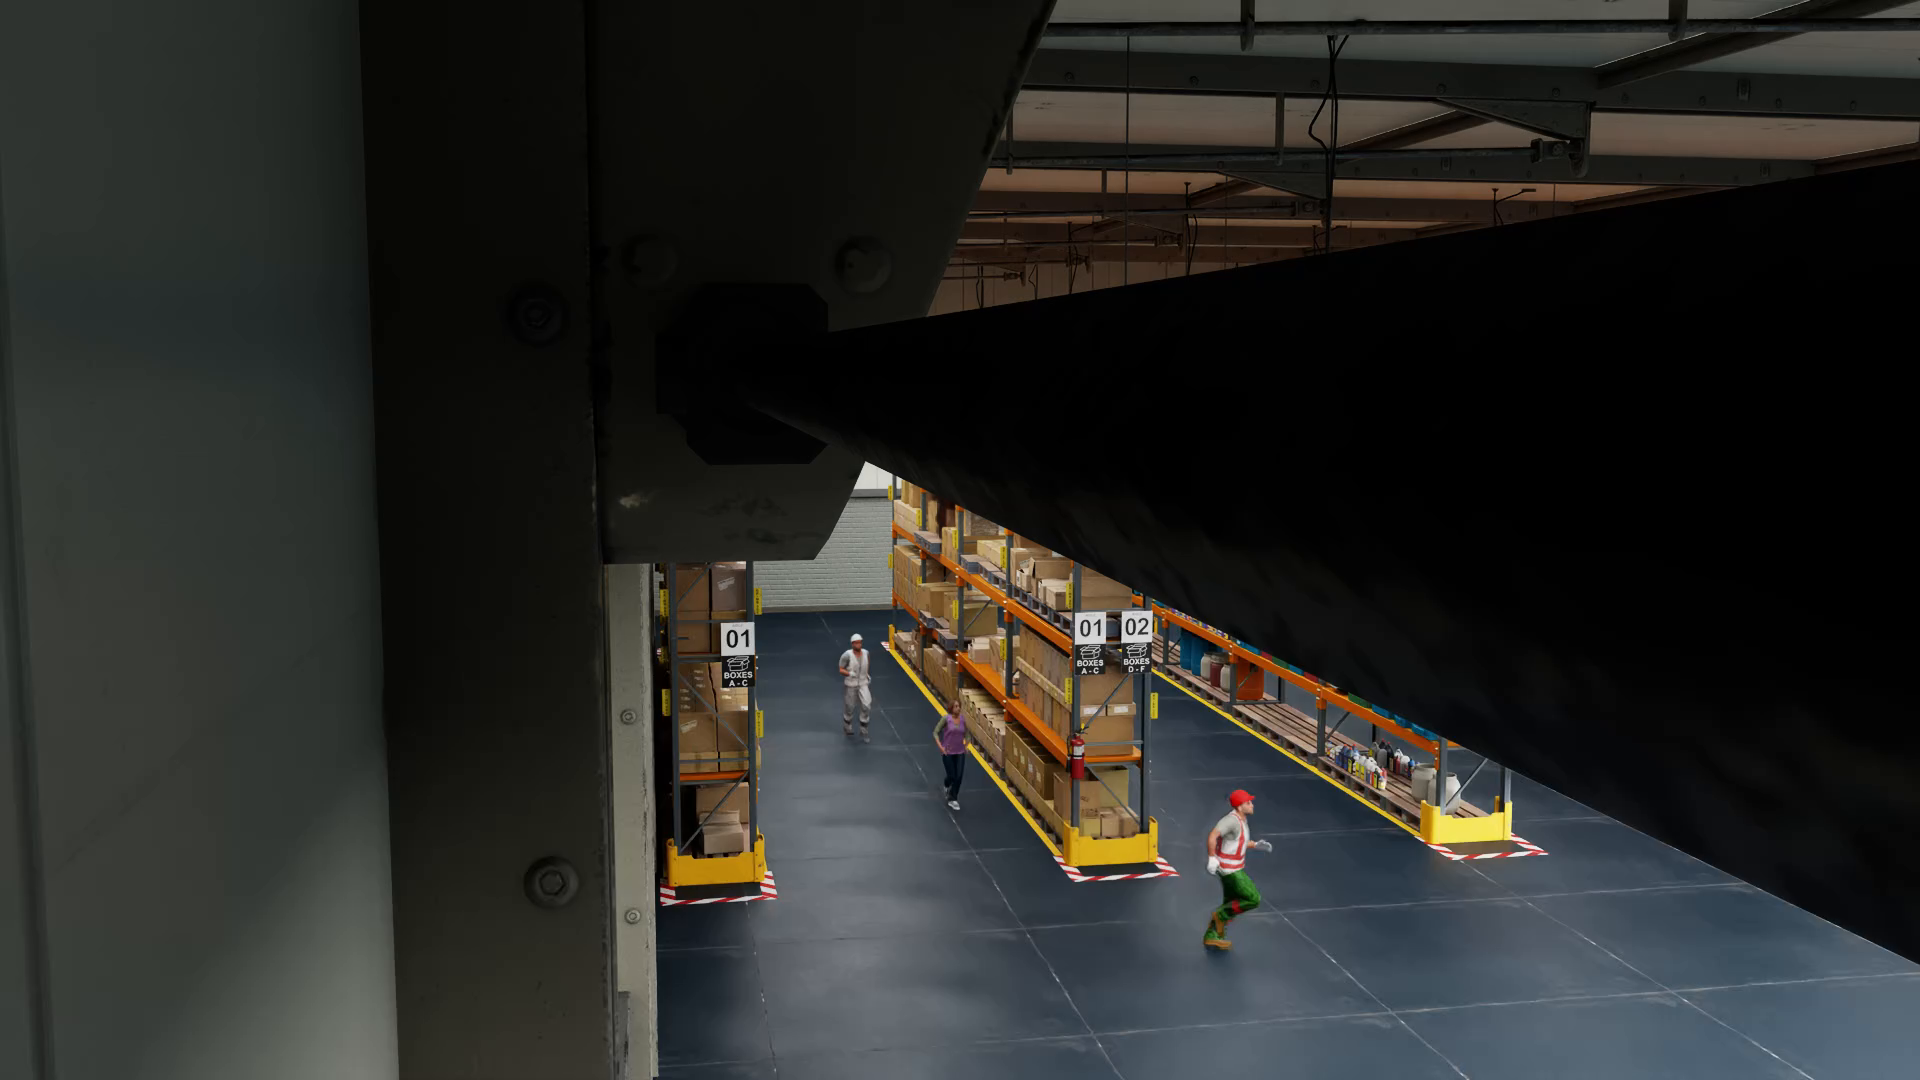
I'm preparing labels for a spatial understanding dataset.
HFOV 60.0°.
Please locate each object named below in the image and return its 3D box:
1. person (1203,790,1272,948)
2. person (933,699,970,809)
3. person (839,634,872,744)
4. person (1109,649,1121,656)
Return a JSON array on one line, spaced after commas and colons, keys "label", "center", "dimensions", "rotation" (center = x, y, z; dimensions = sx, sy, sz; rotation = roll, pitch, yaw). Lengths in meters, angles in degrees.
[{"label": "person", "center": [2.981, 3.537, 17.835], "dimensions": [0.697, 1.727, 0.709], "rotation": [2, 7, 19]}, {"label": "person", "center": [-0.103, 3.024, 23.556], "dimensions": [0.538, 1.561, 0.500], "rotation": [-2, 7, -22]}, {"label": "person", "center": [-1.737, 2.458, 27.672], "dimensions": [0.588, 1.831, 0.835], "rotation": [-2, 7, -19]}, {"label": "person", "center": [2.736, 2.121, 30.975], "dimensions": [0.574, 1.631, 0.682], "rotation": [-1, 6, -13]}]
